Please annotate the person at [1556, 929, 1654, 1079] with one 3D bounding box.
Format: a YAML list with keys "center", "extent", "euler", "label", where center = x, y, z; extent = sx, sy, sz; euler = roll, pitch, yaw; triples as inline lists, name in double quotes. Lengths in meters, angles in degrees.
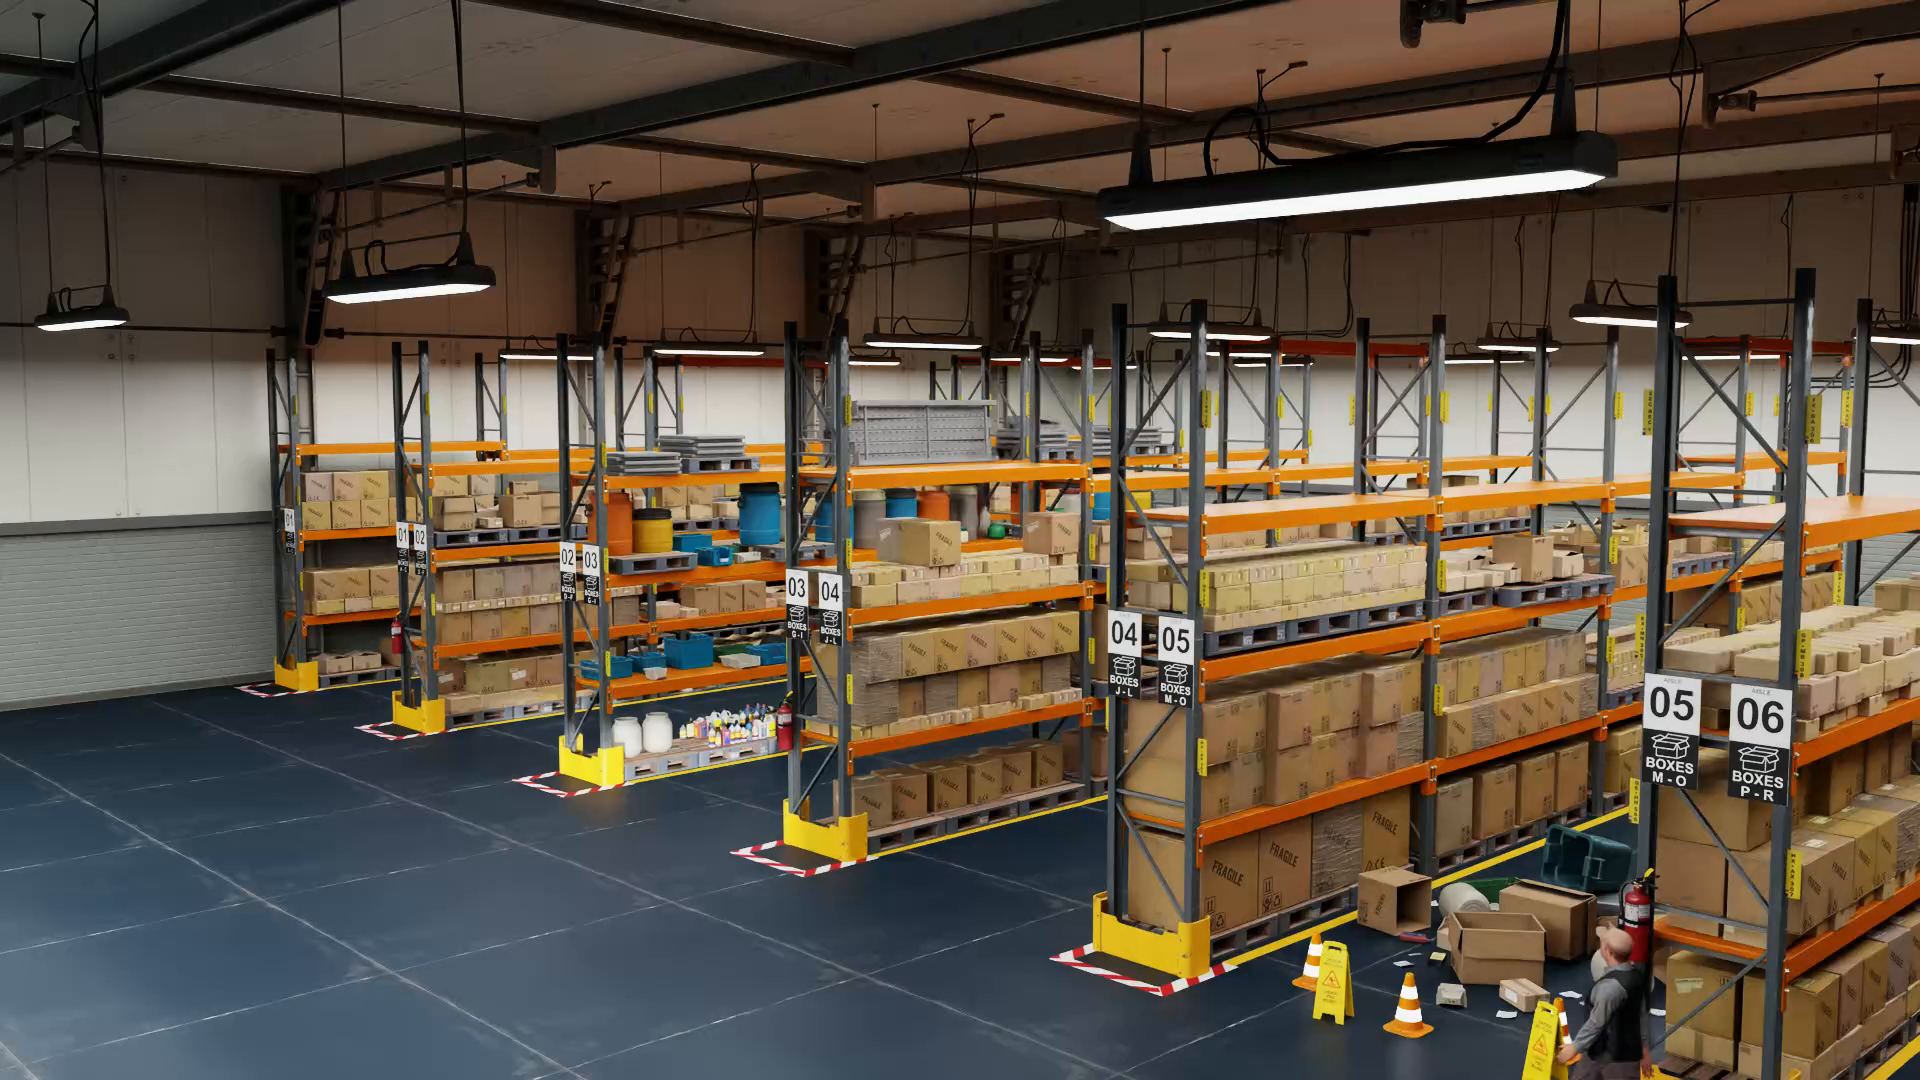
- center: [4.268, 3.385, 10.933]
  extent: [1.066, 1.681, 0.473]
  euler: [1, 5, 14]
  label: "person"
